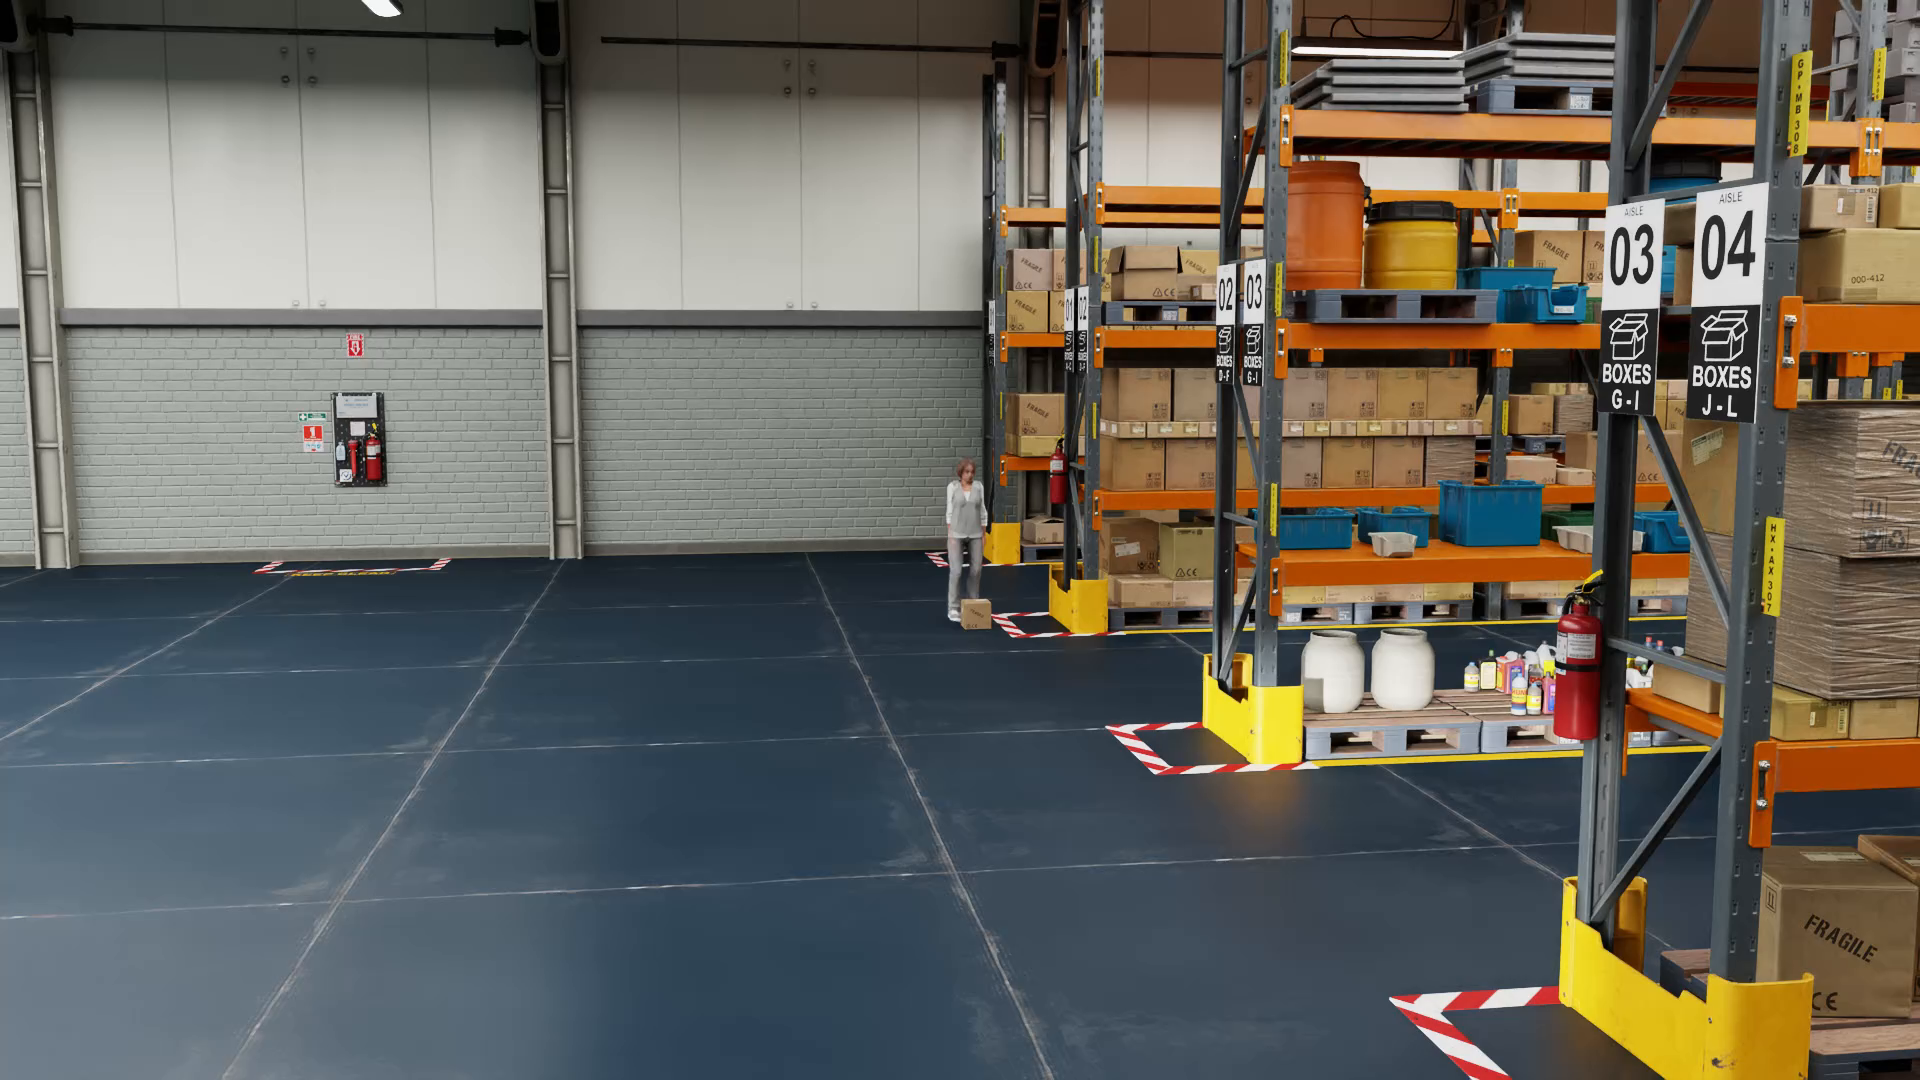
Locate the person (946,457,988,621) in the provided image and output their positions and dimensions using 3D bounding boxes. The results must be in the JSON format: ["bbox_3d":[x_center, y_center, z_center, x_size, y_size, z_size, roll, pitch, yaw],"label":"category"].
[{"bbox_3d":[0.069,-0.009,16.181,0.407,1.595,0.299,-1,7,-12],"label":"person"}]
